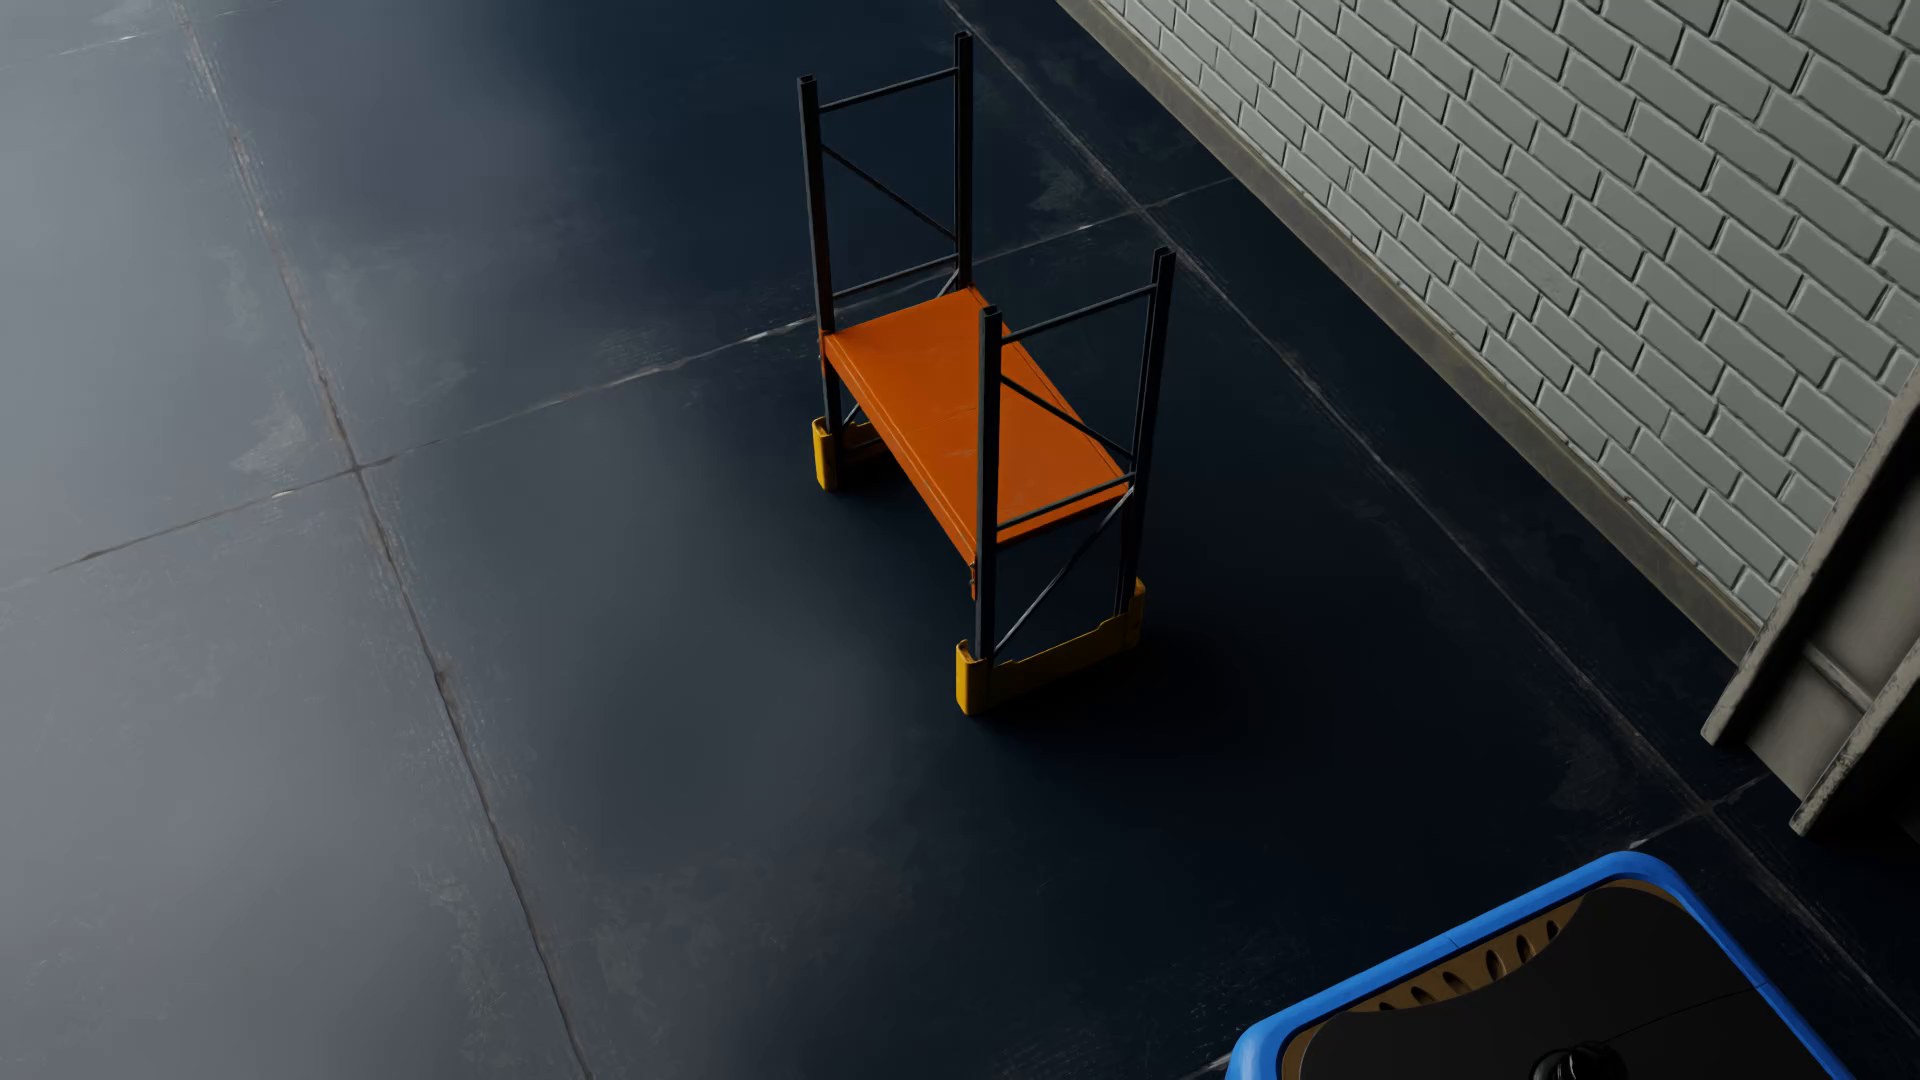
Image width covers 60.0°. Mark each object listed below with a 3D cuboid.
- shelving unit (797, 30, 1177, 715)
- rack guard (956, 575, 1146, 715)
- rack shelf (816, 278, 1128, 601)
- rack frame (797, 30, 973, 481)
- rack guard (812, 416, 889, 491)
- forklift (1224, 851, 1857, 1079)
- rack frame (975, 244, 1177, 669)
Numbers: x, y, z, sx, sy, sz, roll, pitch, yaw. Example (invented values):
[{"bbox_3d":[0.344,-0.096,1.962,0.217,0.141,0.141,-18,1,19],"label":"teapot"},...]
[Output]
[{"bbox_3d":[0.035,-0.443,4.641,0.587,1.500,1.083,-21,52,-18],"label":"shelving unit"},{"bbox_3d":[0.263,0.302,4.820,0.587,0.250,0.087,-21,52,-18],"label":"rack guard"},{"bbox_3d":[0.039,-0.318,4.771,0.538,0.185,1.000,-21,52,-18],"label":"rack shelf"},{"bbox_3d":[-0.194,-0.777,4.933,0.500,1.500,0.032,-21,52,-18],"label":"rack frame"},{"bbox_3d":[-0.193,-0.365,5.403,0.587,0.250,0.087,-21,52,-18],"label":"rack guard"},{"bbox_3d":[1.571,1.499,1.992,1.130,2.935,3.031,-20,52,-17],"label":"forklift"},{"bbox_3d":[0.272,-0.096,4.338,0.500,1.500,0.032,-21,52,-18],"label":"rack frame"}]
